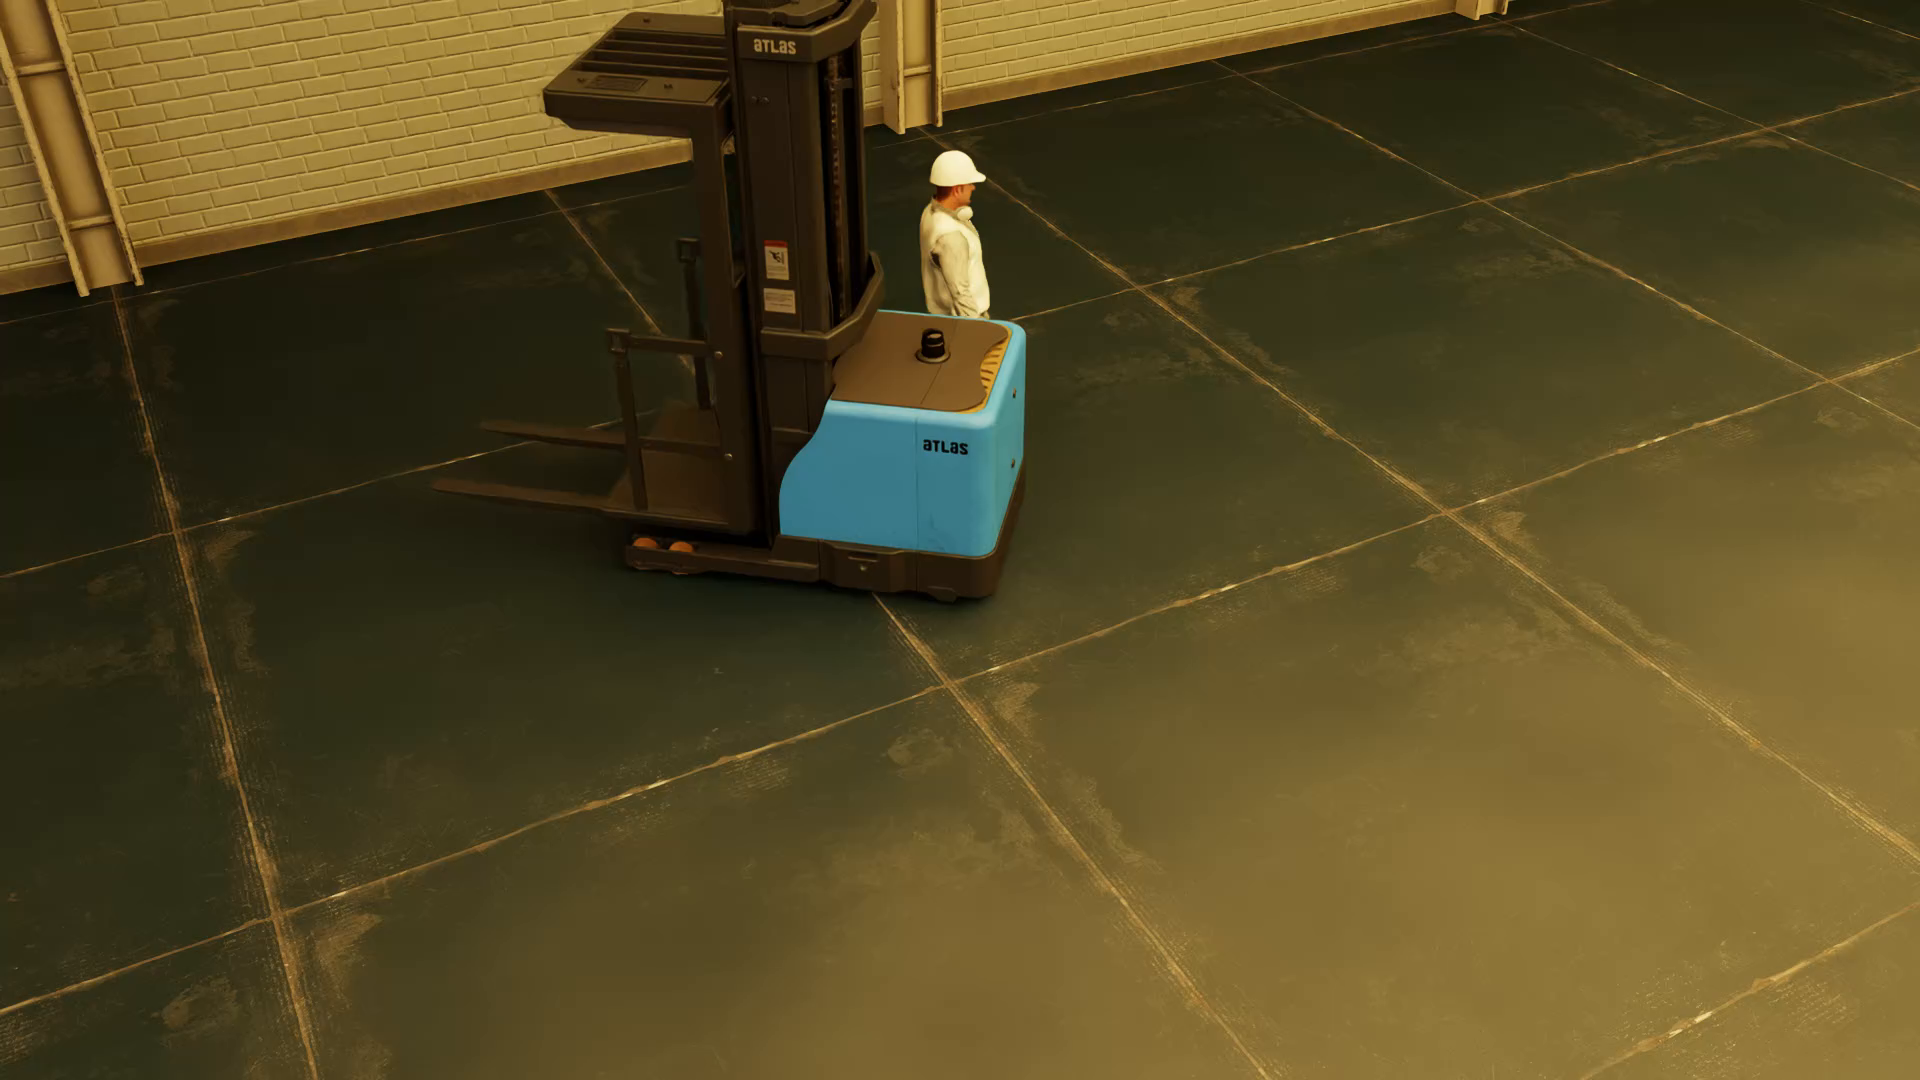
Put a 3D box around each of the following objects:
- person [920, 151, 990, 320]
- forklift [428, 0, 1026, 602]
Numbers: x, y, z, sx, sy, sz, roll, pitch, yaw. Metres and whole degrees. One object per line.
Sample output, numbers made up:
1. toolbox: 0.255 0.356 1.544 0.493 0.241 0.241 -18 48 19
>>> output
1. person: 0.024 -1.260 9.031 0.478 1.741 0.783 -1 35 -1
2. forklift: -1.224 -1.310 7.977 3.031 2.935 1.130 7 36 9
